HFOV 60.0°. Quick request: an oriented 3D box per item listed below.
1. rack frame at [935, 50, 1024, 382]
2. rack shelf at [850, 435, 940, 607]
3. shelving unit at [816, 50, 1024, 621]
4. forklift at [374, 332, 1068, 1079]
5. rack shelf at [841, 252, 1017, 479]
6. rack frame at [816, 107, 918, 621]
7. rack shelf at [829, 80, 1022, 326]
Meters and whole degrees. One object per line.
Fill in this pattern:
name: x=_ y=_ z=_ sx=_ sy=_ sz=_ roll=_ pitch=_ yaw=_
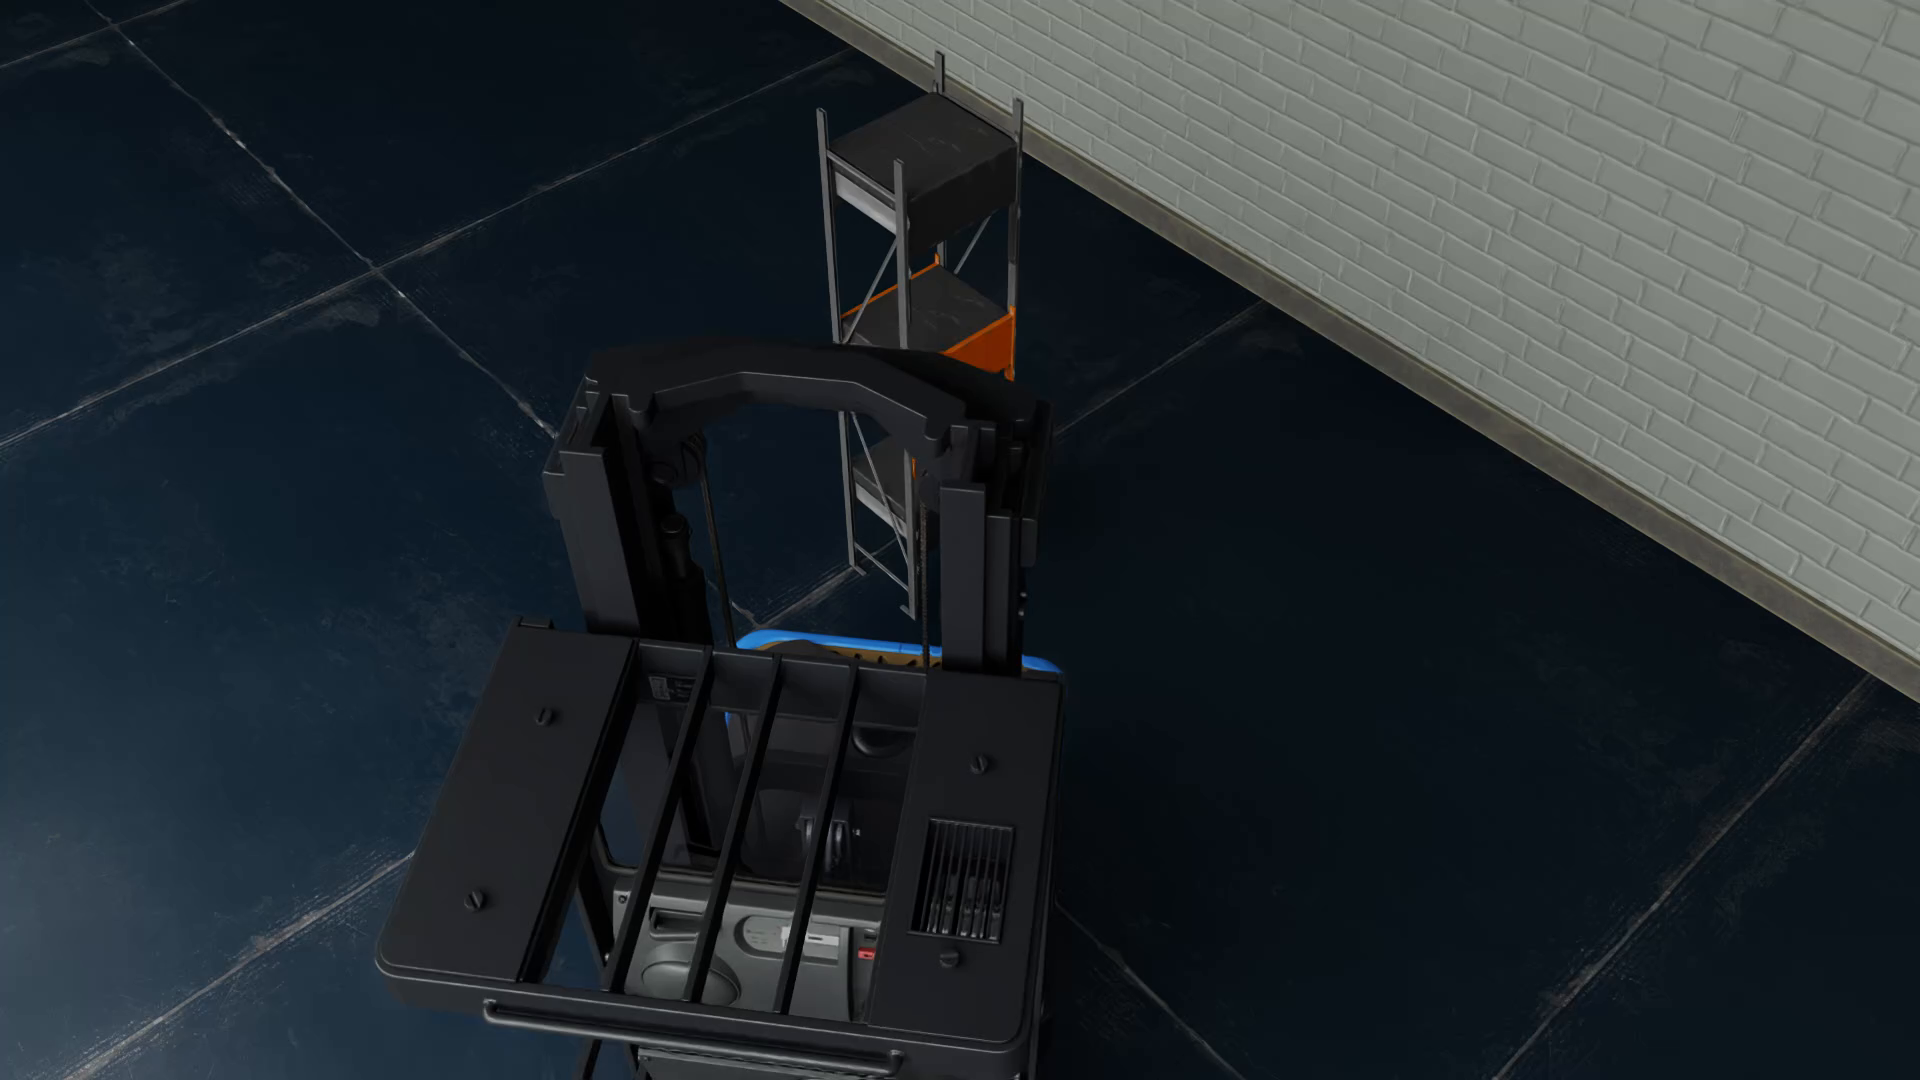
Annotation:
rack frame: x=0.058 y=-0.751 z=6.014 sx=0.015 sy=2.100 sz=0.400 roll=-34 pitch=56 yaw=-27
rack shelf: x=-0.122 y=-0.146 z=6.427 sx=0.480 sy=0.518 sz=0.431 roll=-34 pitch=56 yaw=-27
shelving unit: x=-0.122 y=-0.630 z=5.903 sx=0.503 sy=2.100 sz=0.431 roll=-34 pitch=56 yaw=-27
forklift: x=-0.373 y=1.118 z=3.724 sx=1.130 sy=2.935 sz=3.031 roll=6 pitch=48 yaw=5
rack shelf: x=-0.122 y=-0.621 z=5.913 sx=0.480 sy=0.518 sz=0.431 roll=-34 pitch=56 yaw=-27
rack frame: x=-0.303 y=-0.510 z=5.791 sx=0.015 sy=2.100 sz=0.400 roll=-34 pitch=56 yaw=-27
rack shelf: x=-0.122 y=-1.096 z=5.398 sx=0.480 sy=0.518 sz=0.431 roll=-34 pitch=56 yaw=-27
